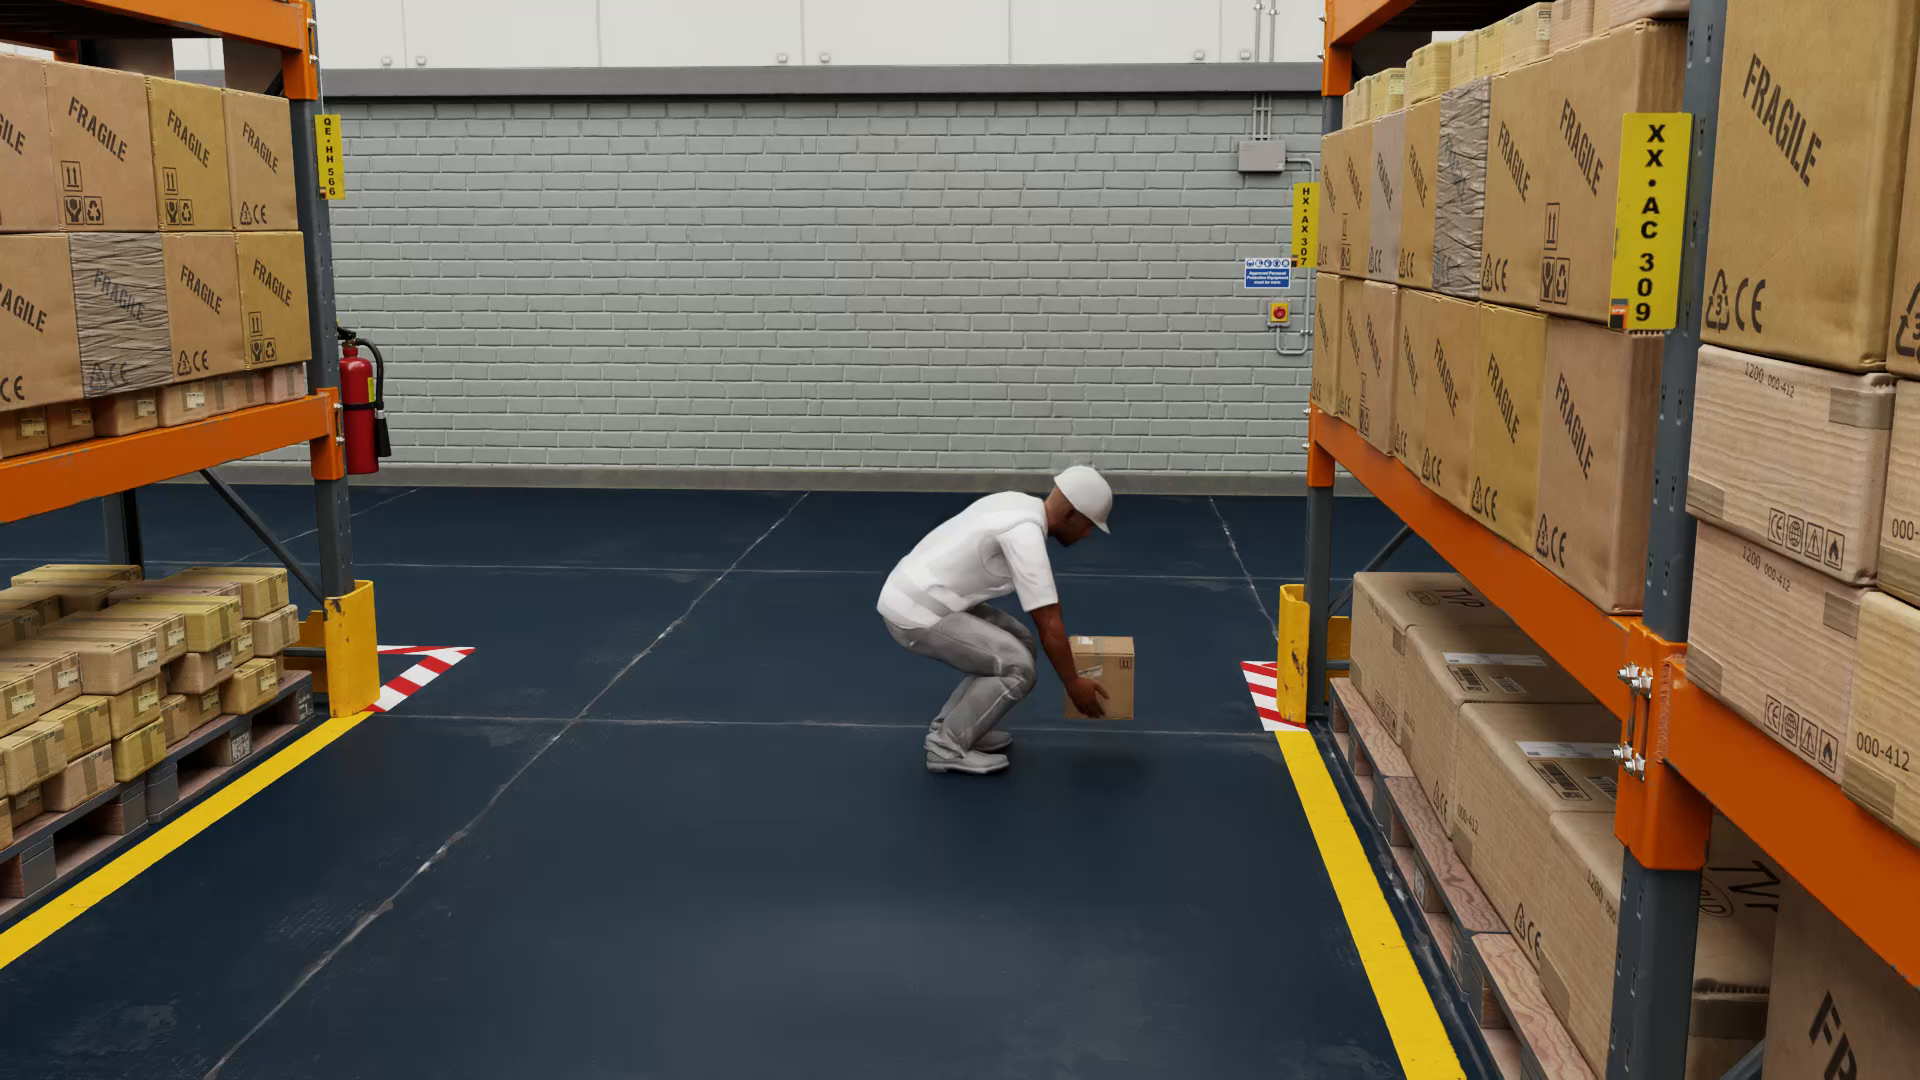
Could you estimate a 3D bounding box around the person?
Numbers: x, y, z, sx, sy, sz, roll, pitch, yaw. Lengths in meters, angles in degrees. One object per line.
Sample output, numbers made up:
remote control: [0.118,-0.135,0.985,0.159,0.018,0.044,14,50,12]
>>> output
person: [0.130,0.273,6.189,0.860,1.111,0.595,1,11,4]
